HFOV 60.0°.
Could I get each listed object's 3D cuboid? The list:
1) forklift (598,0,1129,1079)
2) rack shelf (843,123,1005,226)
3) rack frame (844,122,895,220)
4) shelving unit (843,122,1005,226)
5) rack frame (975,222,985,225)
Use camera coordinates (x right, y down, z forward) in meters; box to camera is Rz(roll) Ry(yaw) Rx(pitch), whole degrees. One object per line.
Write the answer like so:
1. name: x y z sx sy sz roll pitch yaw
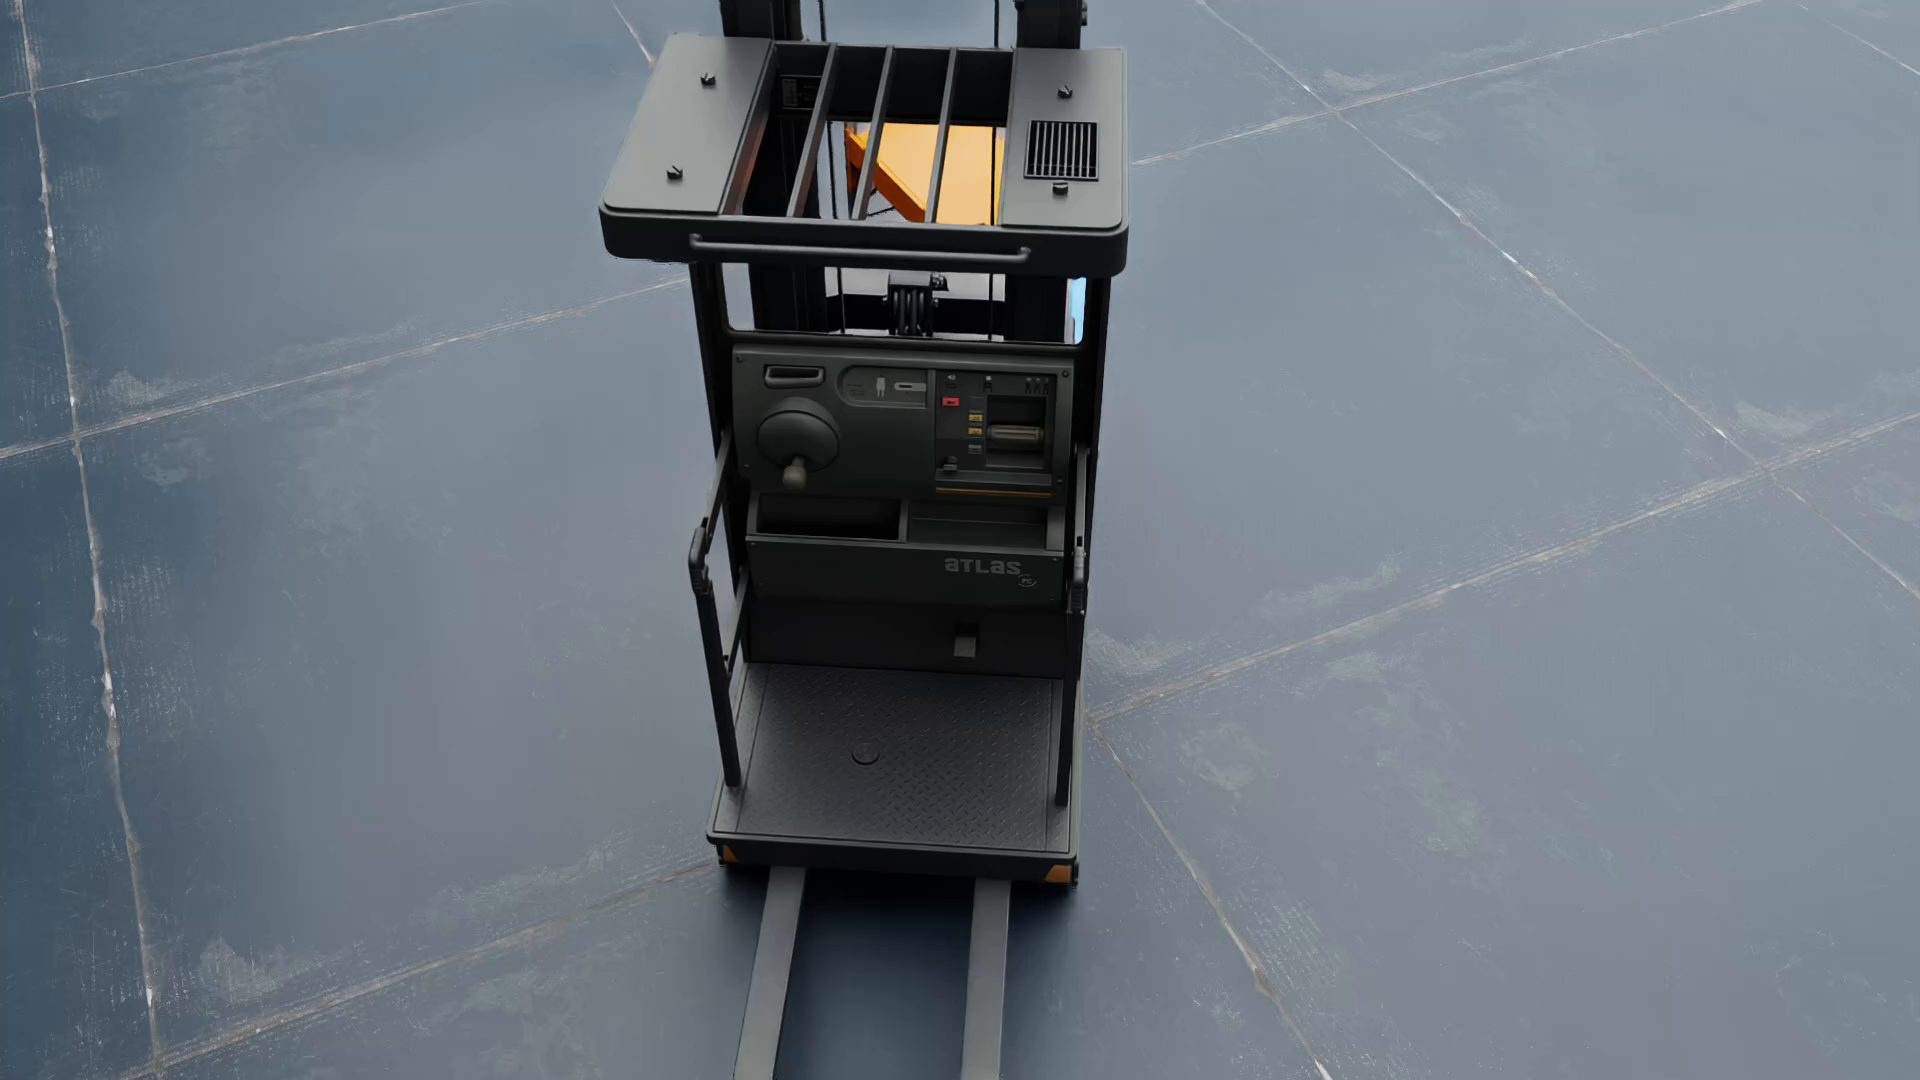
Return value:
1. forklift: -0.171 -0.227 4.394 1.130 2.935 3.031 3 45 3
2. rack shelf: 0.022 -1.286 6.336 0.538 0.278 1.000 -22 49 -21
3. rack frame: -0.228 -1.388 6.856 0.500 1.125 0.032 -22 49 -21
4. shelving unit: 0.022 -1.078 6.541 0.538 1.125 1.048 -22 49 -21
5. rack frame: 0.273 -0.767 6.226 0.500 1.125 0.032 -22 49 -21
